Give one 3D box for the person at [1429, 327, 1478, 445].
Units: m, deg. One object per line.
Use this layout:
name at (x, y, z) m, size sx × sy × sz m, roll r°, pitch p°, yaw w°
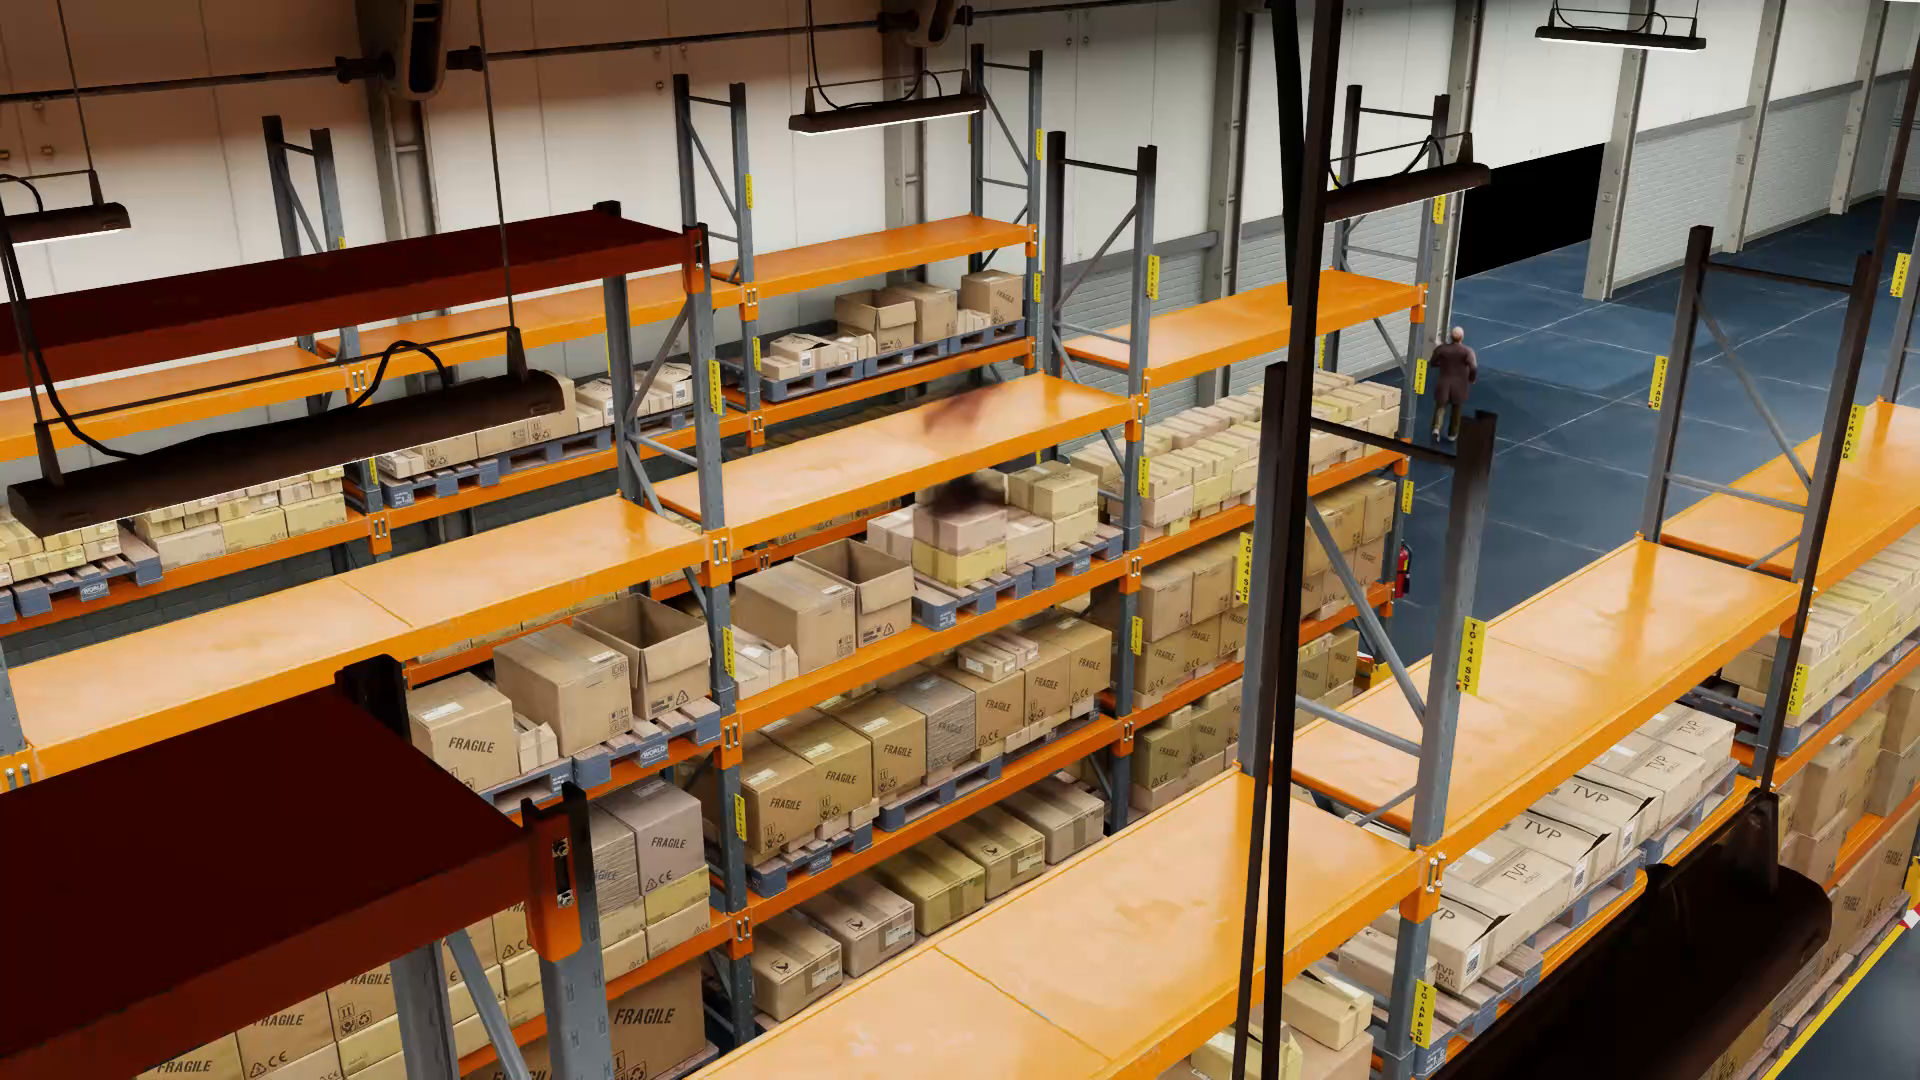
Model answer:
person at (7.064, -2.214, 23.861) m, size 0.713 × 1.754 × 1.001 m, roll 11°, pitch 25°, yaw 24°
